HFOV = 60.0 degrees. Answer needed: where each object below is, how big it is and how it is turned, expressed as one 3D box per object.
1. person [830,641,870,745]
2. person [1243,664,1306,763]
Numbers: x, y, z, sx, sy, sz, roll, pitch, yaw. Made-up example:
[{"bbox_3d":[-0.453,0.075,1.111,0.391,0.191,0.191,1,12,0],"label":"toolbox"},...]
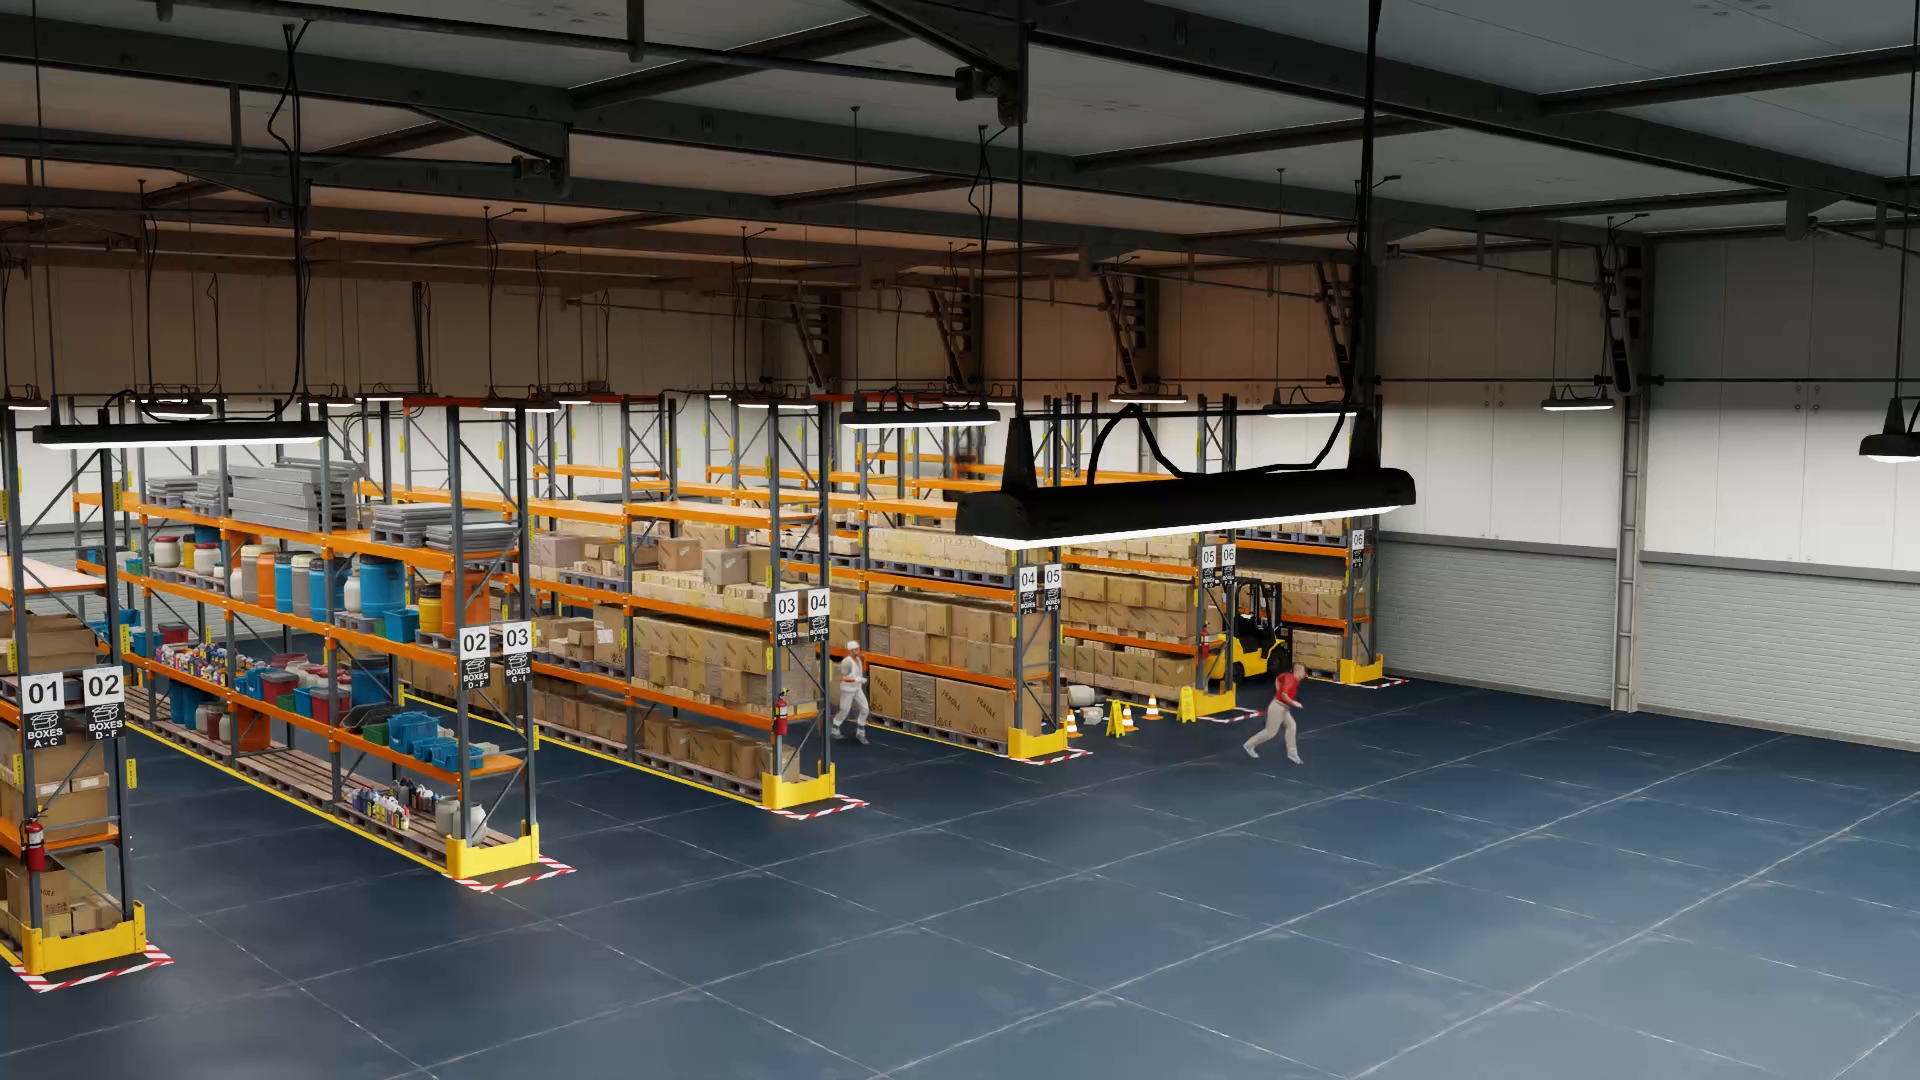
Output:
[{"bbox_3d":[-1.895,2.656,28.874,0.835,1.831,0.588,4,7,36],"label":"person"},{"bbox_3d":[5.203,2.879,27.543,1.018,1.696,0.703,1,6,7],"label":"person"}]
